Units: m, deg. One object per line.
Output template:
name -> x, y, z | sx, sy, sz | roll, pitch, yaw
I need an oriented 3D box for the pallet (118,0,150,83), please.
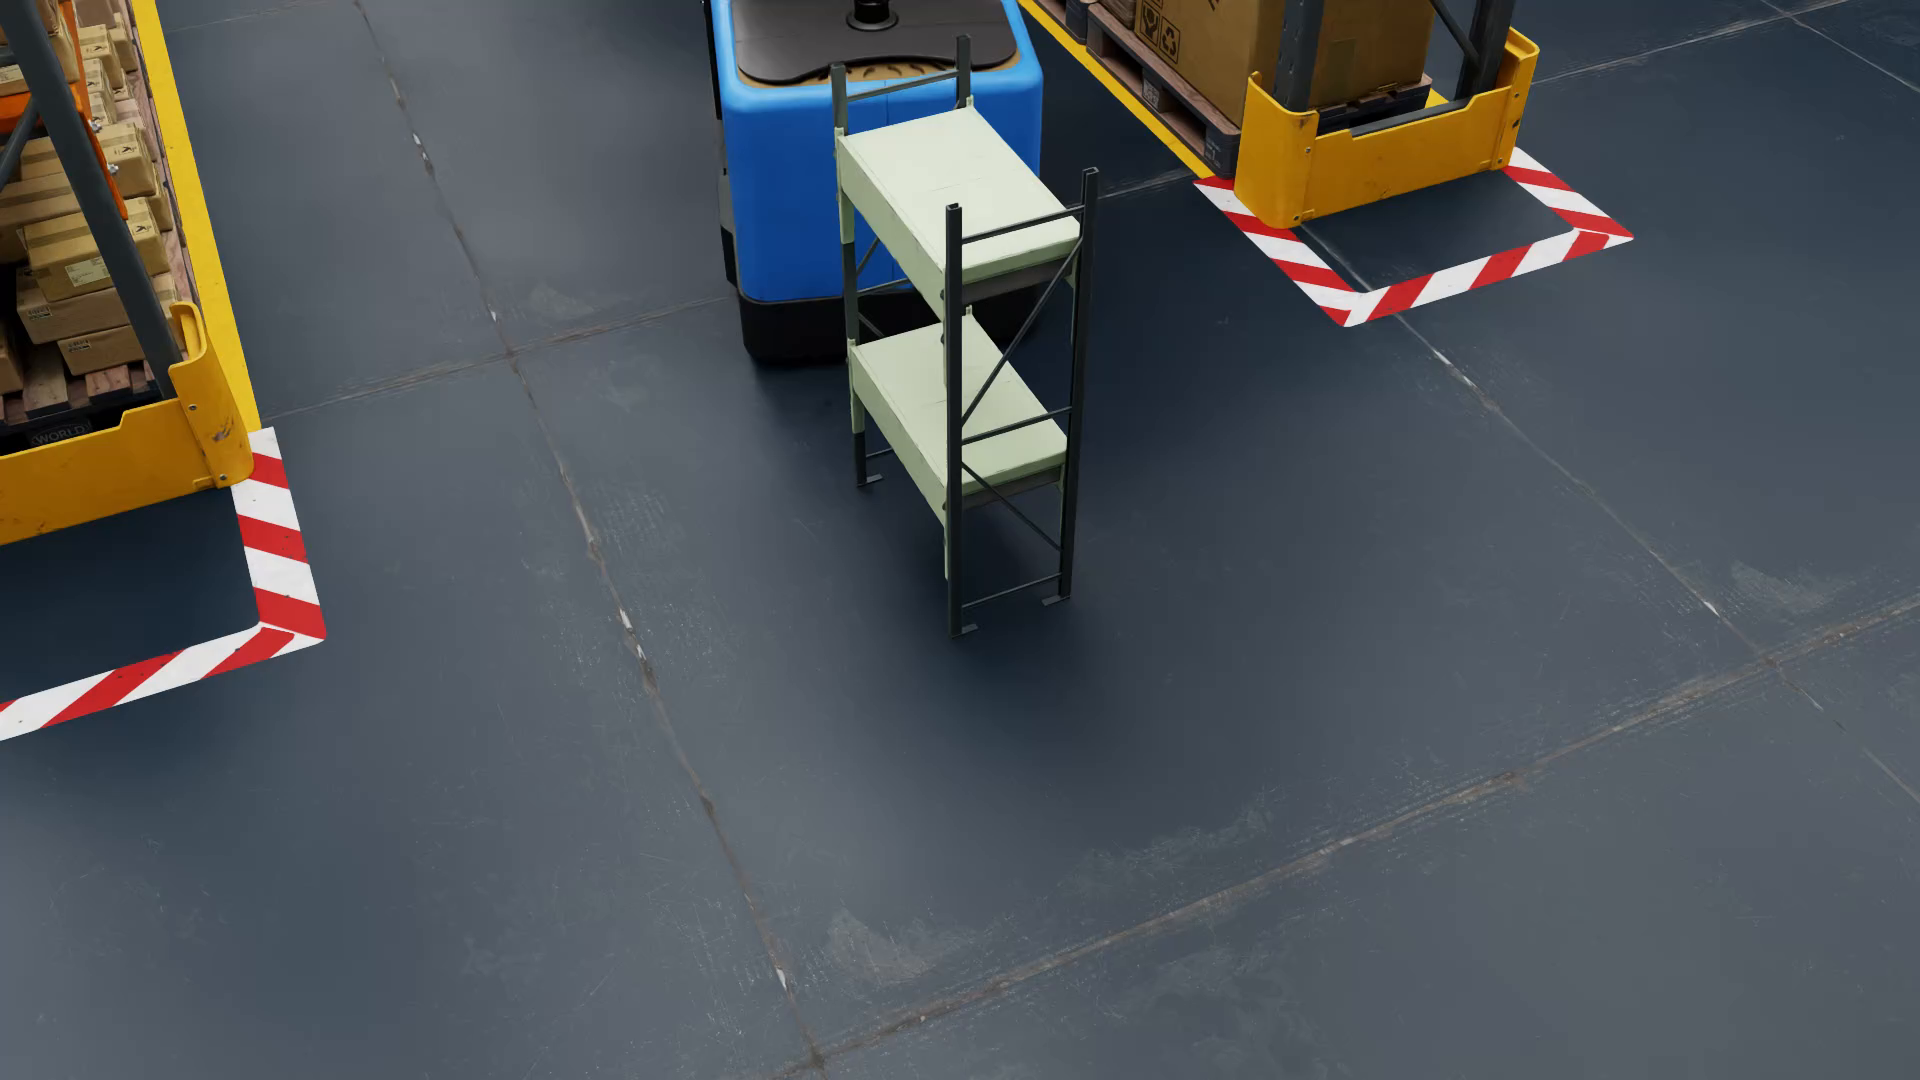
pallet -> -4.244, -2.298, 7.429 | 1.003, 0.211, 1.213 | -18, 47, -17

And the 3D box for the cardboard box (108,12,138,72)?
cardboard box -> -3.649, -2.034, 6.907 | 0.380, 0.149, 0.250 | -18, 47, -17

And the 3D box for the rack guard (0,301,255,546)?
rack guard -> -2.909, -0.318, 5.216 | 1.175, 0.500, 0.348 | -18, 47, -17

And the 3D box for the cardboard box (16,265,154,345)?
cardboard box -> -2.864, -0.810, 5.454 | 0.380, 0.149, 0.250 | -16, 47, -16

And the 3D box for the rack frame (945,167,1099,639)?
rack frame -> 0.151, -0.305, 4.491 | 0.400, 1.500, 0.023 | -18, 47, -17

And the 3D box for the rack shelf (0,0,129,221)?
rack shelf -> -3.718, -2.178, 5.834 | 1.077, 0.370, 4.000 | -18, 47, -17

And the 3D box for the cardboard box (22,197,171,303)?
cardboard box -> -2.789, -0.940, 5.374 | 0.380, 0.149, 0.250 | -20, 48, -19

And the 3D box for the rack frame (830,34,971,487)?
rack frame -> -0.157, -0.771, 4.964 | 0.400, 1.500, 0.023 | -18, 47, -17

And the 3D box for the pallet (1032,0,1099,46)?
pallet -> 0.750, -2.830, 7.968 | 1.003, 0.211, 1.213 | -18, 47, -17

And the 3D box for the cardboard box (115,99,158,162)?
cardboard box -> -3.329, -1.535, 6.401 | 0.380, 0.149, 0.250 | -20, 48, -19

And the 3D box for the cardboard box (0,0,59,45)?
cardboard box -> -2.815, -1.668, 4.522 | 0.500, 0.500, 0.500 | -16, 47, -16

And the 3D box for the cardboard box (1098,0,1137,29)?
cardboard box -> 0.942, -2.917, 7.284 | 0.875, 0.875, 0.875 | -18, 47, -17

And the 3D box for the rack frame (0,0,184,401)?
rack frame -> -2.877, -1.159, 4.289 | 1.000, 3.000, 0.127 | -18, 47, -17

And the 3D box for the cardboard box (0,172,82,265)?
cardboard box -> -3.014, -1.080, 5.516 | 0.380, 0.149, 0.250 | -17, 47, -17

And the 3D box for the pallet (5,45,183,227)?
pallet -> -3.727, -1.520, 6.640 | 1.003, 0.211, 1.213 | -18, 47, -17

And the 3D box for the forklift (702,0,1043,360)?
forklift -> -0.455, -2.714, 5.914 | 1.130, 2.935, 3.031 | -6, 45, -6

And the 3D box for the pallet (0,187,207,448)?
pallet -> -3.218, -0.743, 5.853 | 1.003, 0.211, 1.213 | -18, 47, -17

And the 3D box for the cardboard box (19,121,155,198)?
cardboard box -> -3.003, -1.279, 5.717 | 0.380, 0.149, 0.250 | -18, 47, -18

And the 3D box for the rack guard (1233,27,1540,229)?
rack guard -> 1.676, -1.655, 6.571 | 1.175, 0.500, 0.348 | -18, 47, -17

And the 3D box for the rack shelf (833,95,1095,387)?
rack shelf -> -0.003, -0.816, 4.453 | 0.431, 0.370, 0.720 | -18, 47, -17

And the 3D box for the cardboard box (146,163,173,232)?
cardboard box -> -3.110, -1.217, 6.078 | 0.380, 0.149, 0.250 | -17, 47, -17

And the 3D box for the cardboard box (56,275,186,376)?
cardboard box -> -2.806, -0.722, 5.577 | 0.380, 0.149, 0.250 | -17, 47, -17

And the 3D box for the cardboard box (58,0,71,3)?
cardboard box -> -2.925, -1.710, 5.027 | 0.380, 0.149, 0.250 | -19, 48, -19

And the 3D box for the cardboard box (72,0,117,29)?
cardboard box -> -3.558, -2.095, 6.545 | 0.380, 0.149, 0.250 | -20, 48, -19

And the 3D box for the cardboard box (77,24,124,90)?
cardboard box -> -3.360, -1.773, 6.218 | 0.380, 0.149, 0.250 | -17, 47, -17

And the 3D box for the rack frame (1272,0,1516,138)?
rack frame -> 1.666, -2.560, 5.709 | 1.000, 3.000, 0.127 | -18, 47, -17

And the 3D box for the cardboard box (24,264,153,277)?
cardboard box -> -2.991, -0.865, 5.722 | 0.380, 0.149, 0.250 | -18, 47, -18

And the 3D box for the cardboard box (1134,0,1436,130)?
cardboard box -> 1.324, -2.337, 6.697 | 0.875, 0.875, 0.875 | -18, 47, -17

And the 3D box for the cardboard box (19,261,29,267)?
cardboard box -> -3.101, -1.021, 5.880 | 0.380, 0.149, 0.250 | -18, 47, -17

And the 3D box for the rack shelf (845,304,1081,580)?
rack shelf -> -0.003, -0.306, 4.957 | 0.431, 0.370, 0.720 | -18, 47, -17

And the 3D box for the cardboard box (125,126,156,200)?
cardboard box -> -3.121, -1.326, 5.977 | 0.380, 0.149, 0.250 | -17, 47, -16

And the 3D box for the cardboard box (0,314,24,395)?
cardboard box -> -3.287, -0.568, 5.421 | 0.380, 0.149, 0.250 | -17, 47, -17

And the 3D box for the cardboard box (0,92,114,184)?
cardboard box -> -3.183, -1.412, 5.853 | 0.380, 0.149, 0.250 | -20, 48, -19

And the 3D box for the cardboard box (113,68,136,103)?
cardboard box -> -3.469, -1.704, 6.572 | 0.380, 0.149, 0.250 | -18, 47, -17

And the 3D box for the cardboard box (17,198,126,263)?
cardboard box -> -3.111, -1.131, 5.779 | 0.380, 0.149, 0.250 | -17, 47, -17

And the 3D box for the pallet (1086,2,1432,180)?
pallet -> 1.259, -2.054, 7.181 | 1.003, 0.211, 1.213 | -18, 47, -17

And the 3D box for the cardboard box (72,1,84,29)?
cardboard box -> -3.553, -1.905, 6.352 | 0.380, 0.149, 0.250 | -18, 47, -17

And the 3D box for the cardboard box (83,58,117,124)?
cardboard box -> -3.291, -1.592, 6.035 | 0.380, 0.149, 0.250 | -16, 47, -16

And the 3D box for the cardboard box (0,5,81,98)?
cardboard box -> -2.715, -1.373, 4.685 | 0.380, 0.149, 0.250 | -18, 48, -18

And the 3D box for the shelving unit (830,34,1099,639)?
shelving unit -> -0.003, -0.538, 4.728 | 0.431, 1.500, 0.755 | -18, 47, -17

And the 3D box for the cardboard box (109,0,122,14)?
cardboard box -> -3.881, -2.354, 7.231 | 0.380, 0.149, 0.250 | -20, 48, -19

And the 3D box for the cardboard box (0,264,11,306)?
cardboard box -> -3.520, -0.896, 5.753 | 0.380, 0.149, 0.250 | -18, 47, -18

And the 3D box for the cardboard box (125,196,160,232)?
cardboard box -> -2.928, -1.001, 5.648 | 0.380, 0.149, 0.250 | -18, 47, -18
